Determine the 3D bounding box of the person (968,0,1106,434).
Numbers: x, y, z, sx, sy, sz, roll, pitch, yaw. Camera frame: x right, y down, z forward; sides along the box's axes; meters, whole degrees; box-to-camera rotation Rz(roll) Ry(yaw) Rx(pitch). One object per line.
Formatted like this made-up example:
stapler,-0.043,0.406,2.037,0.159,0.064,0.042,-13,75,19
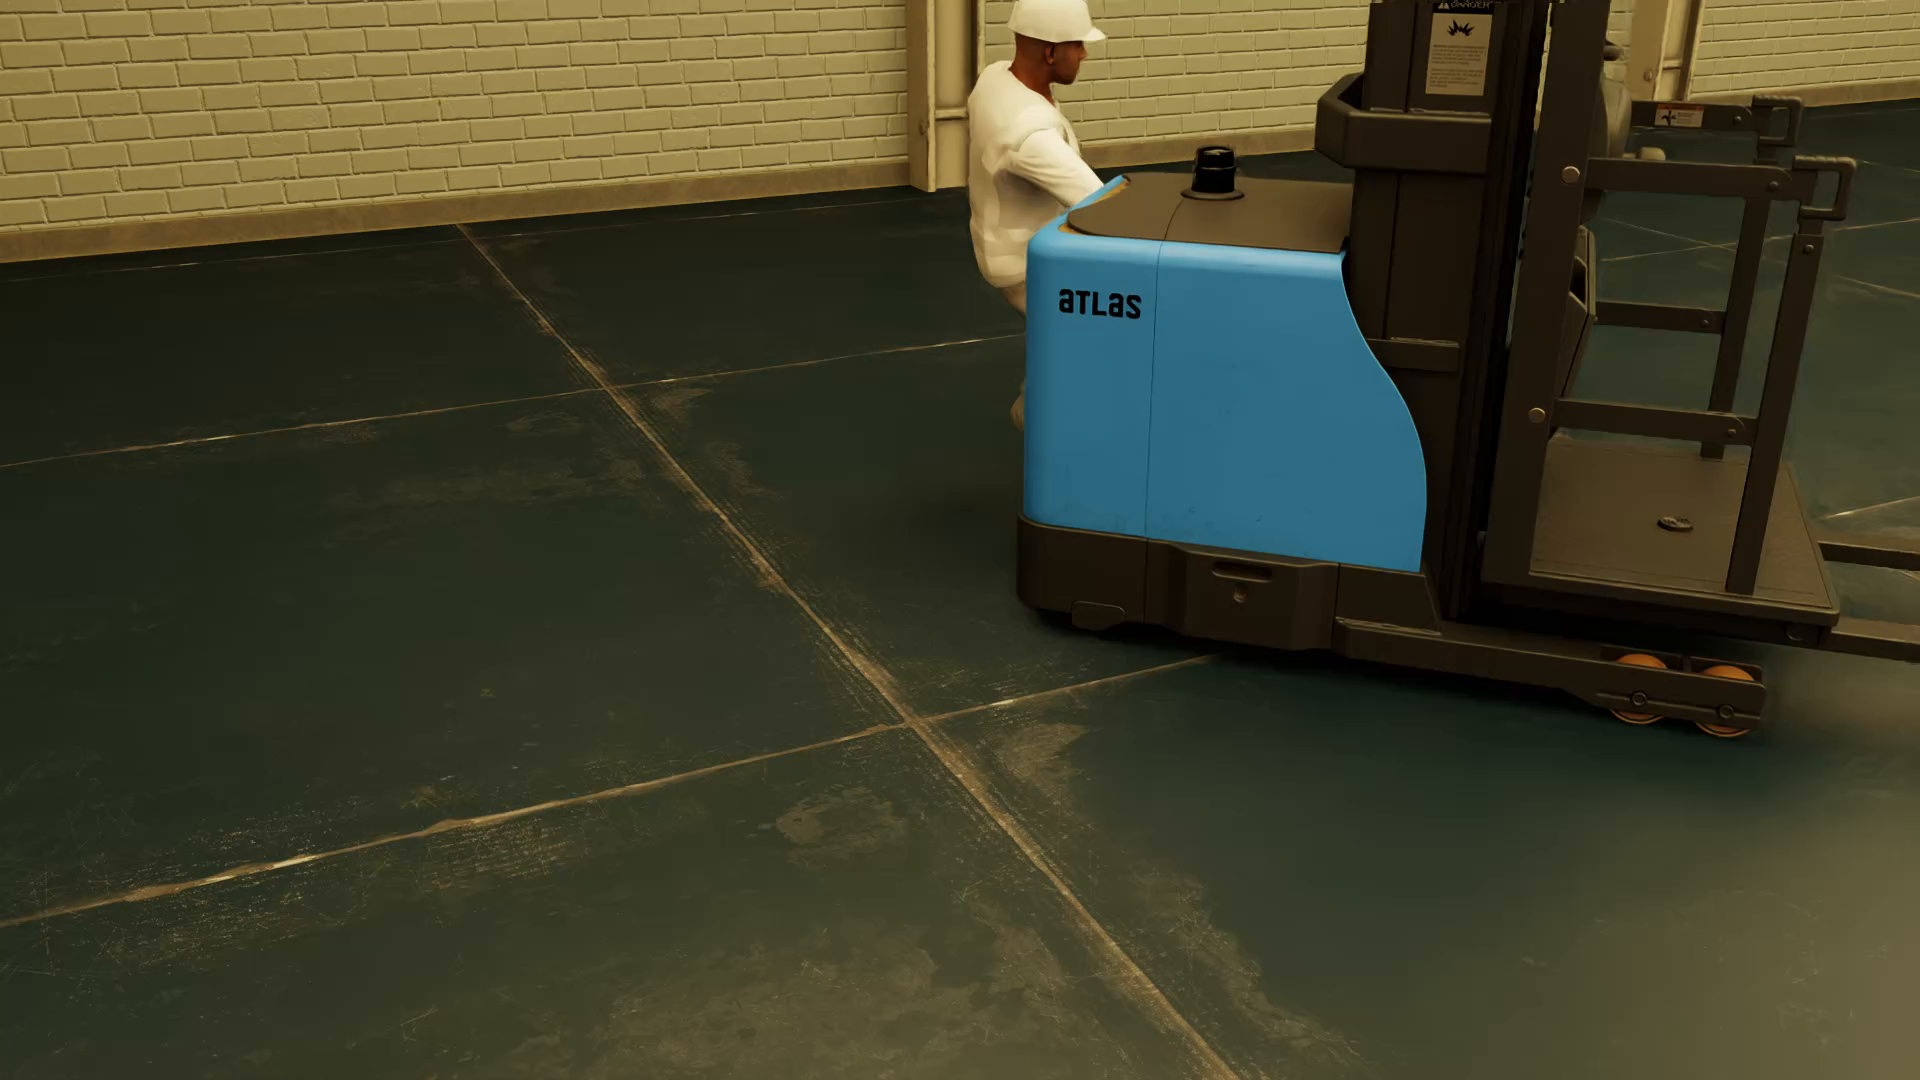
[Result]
person,0.414,-0.899,5.192,0.751,1.609,0.813,-4,23,-9

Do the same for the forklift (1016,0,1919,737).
forklift,1.728,-1.112,3.963,3.031,2.935,1.130,8,24,18
